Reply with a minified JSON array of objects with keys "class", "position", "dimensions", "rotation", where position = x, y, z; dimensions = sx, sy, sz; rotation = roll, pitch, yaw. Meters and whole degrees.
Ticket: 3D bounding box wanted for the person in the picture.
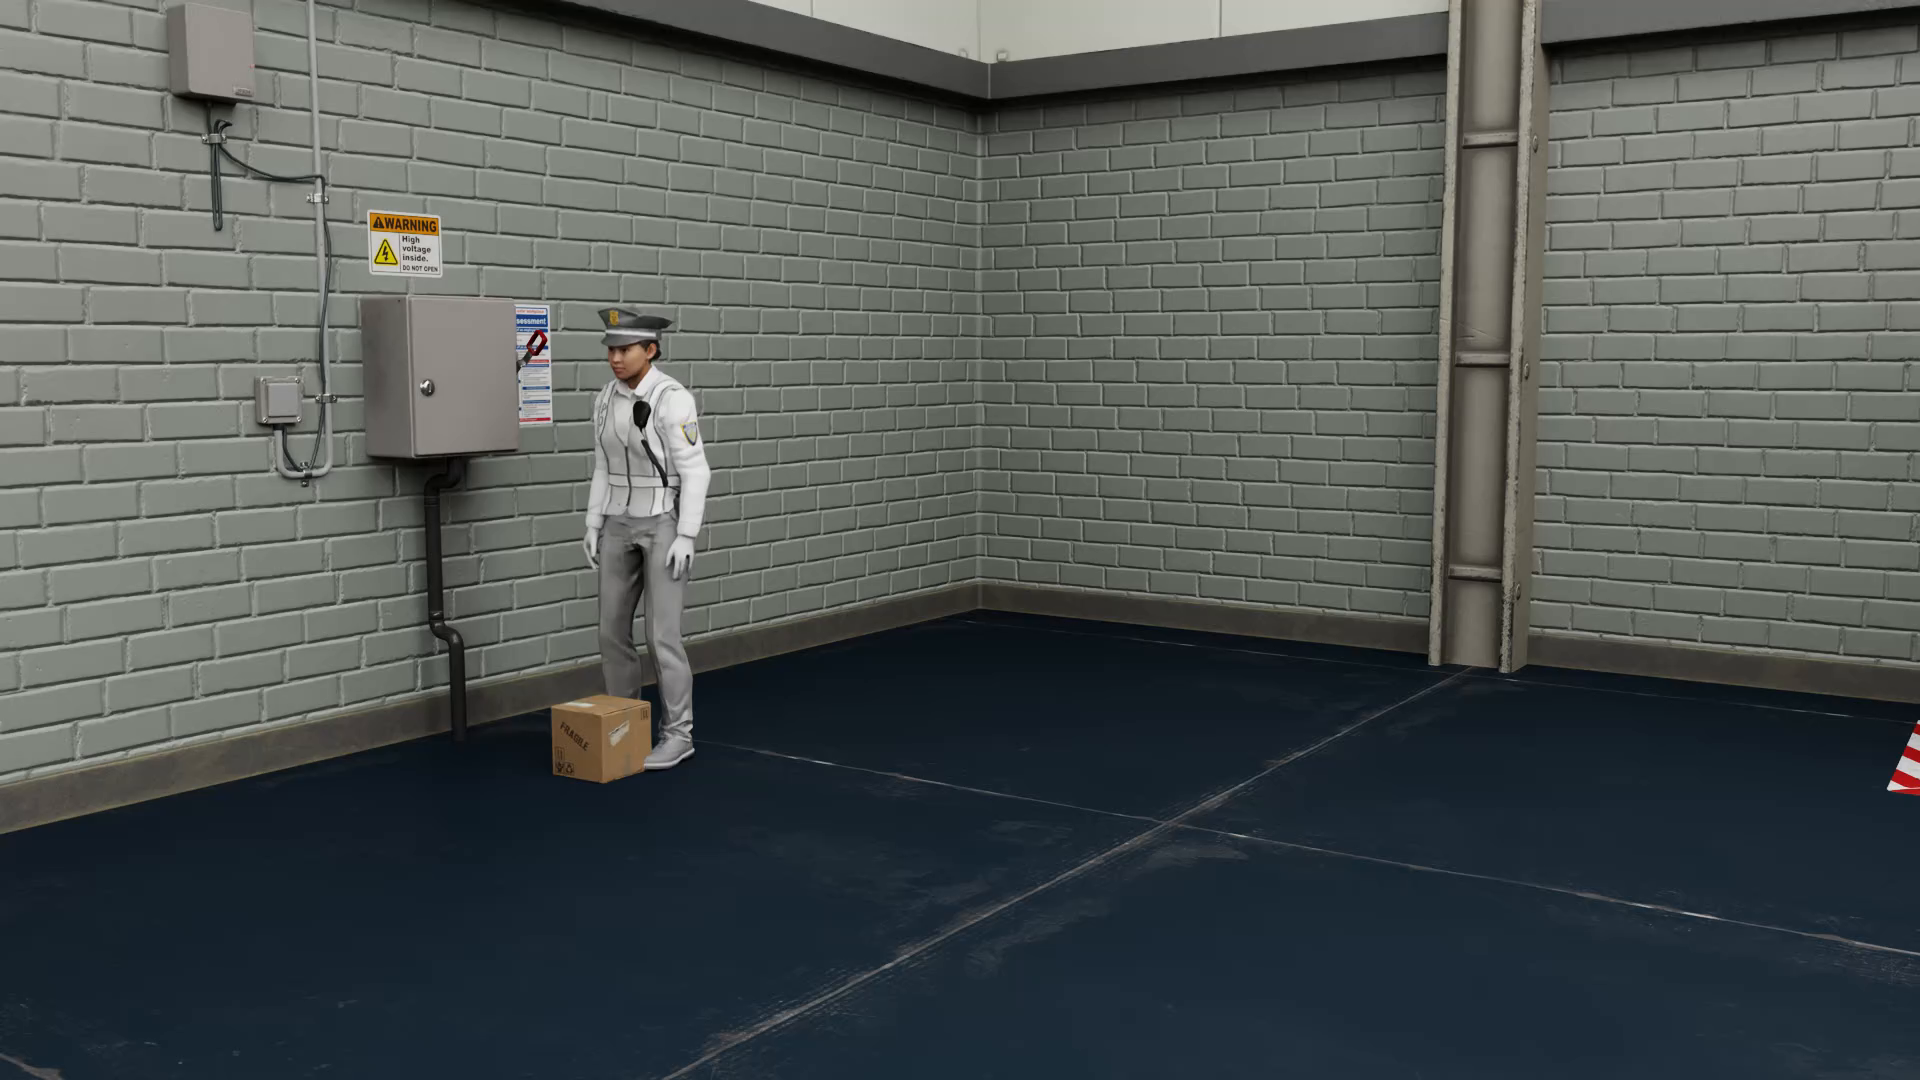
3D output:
[{"class":"person","position":[-1.155,0.109,6.124],"dimensions":[0.520,1.417,0.357],"rotation":[4,8,31]}]
